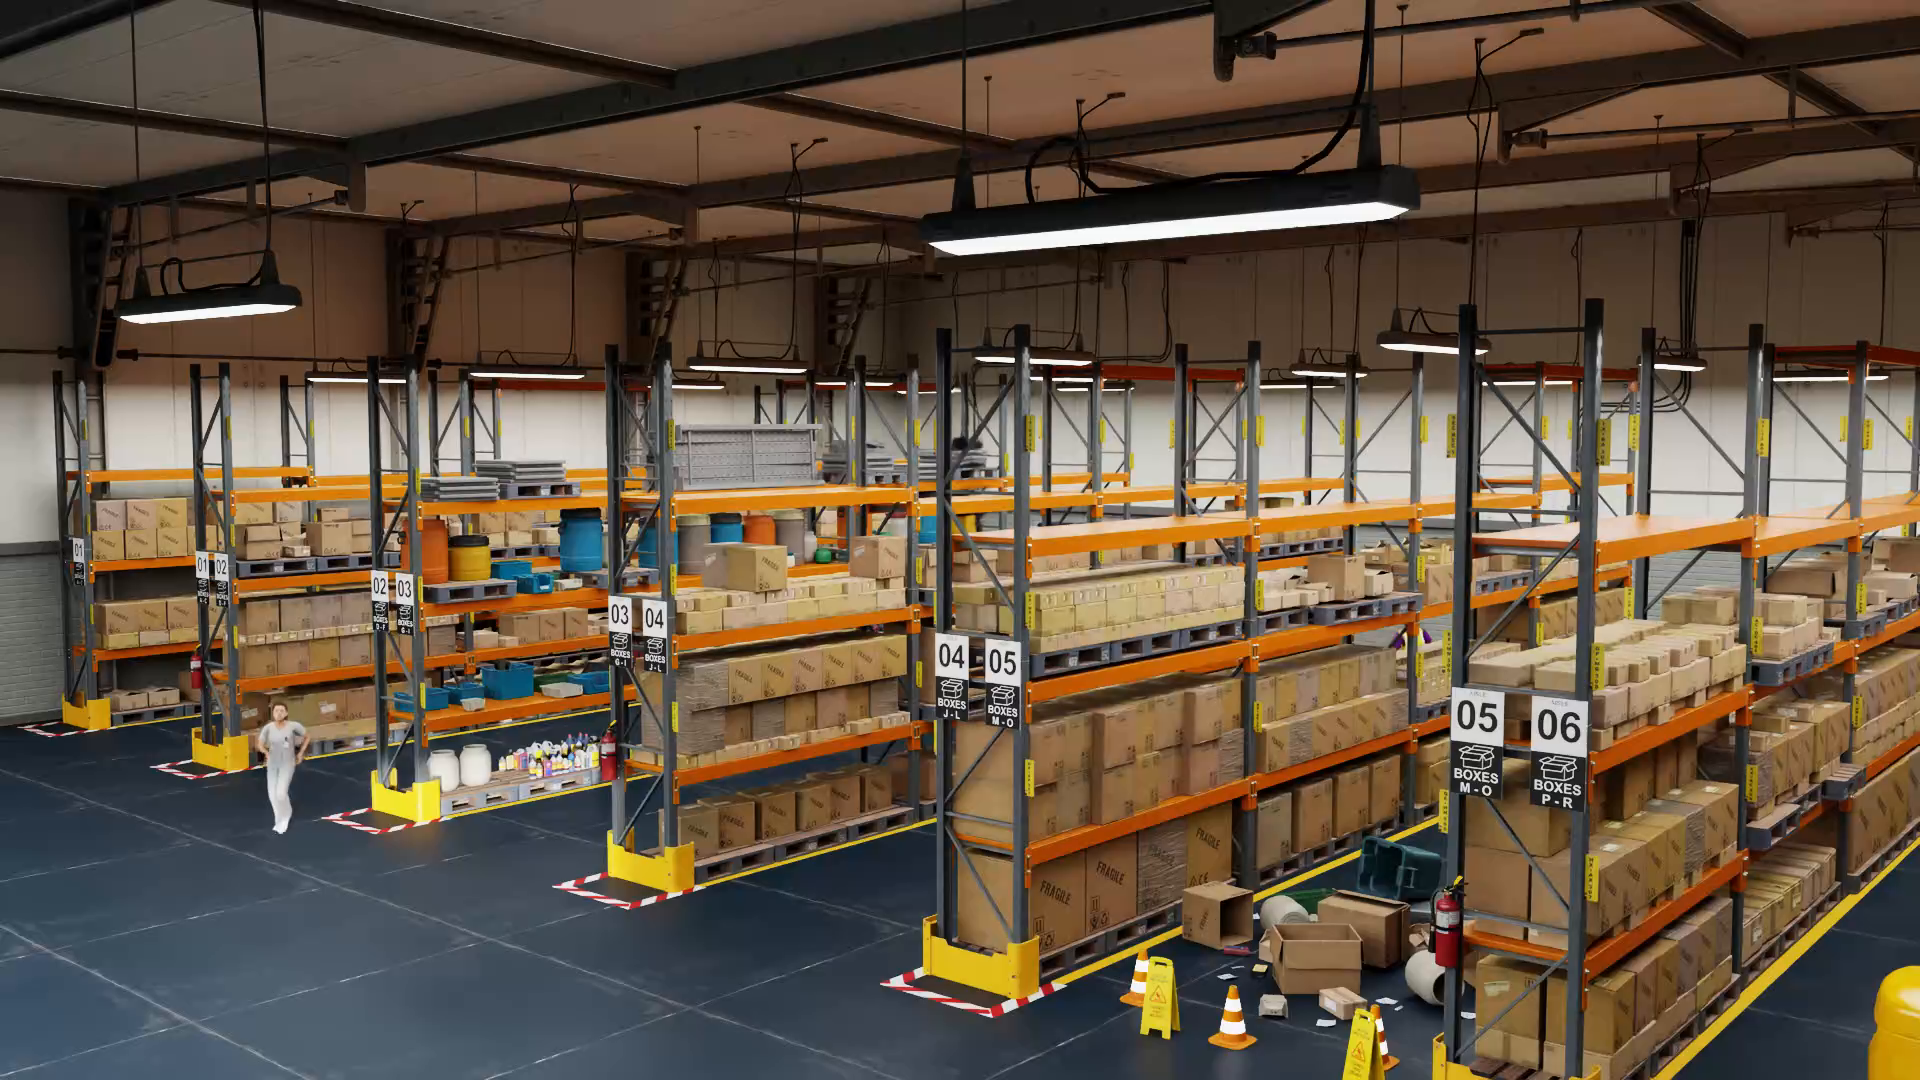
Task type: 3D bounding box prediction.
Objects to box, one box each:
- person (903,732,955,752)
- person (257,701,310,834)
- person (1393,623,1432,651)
[{"bbox_3d":[-0.463,2.608,24.695,0.667,1.613,1.166,3,5,38],"label":"person"},{"bbox_3d":[-8.462,2.838,20.738,0.574,1.652,0.633,0,4,-3],"label":"person"},{"bbox_3d":[8.130,2.184,29.741,0.755,1.690,0.523,0,4,-1],"label":"person"}]
